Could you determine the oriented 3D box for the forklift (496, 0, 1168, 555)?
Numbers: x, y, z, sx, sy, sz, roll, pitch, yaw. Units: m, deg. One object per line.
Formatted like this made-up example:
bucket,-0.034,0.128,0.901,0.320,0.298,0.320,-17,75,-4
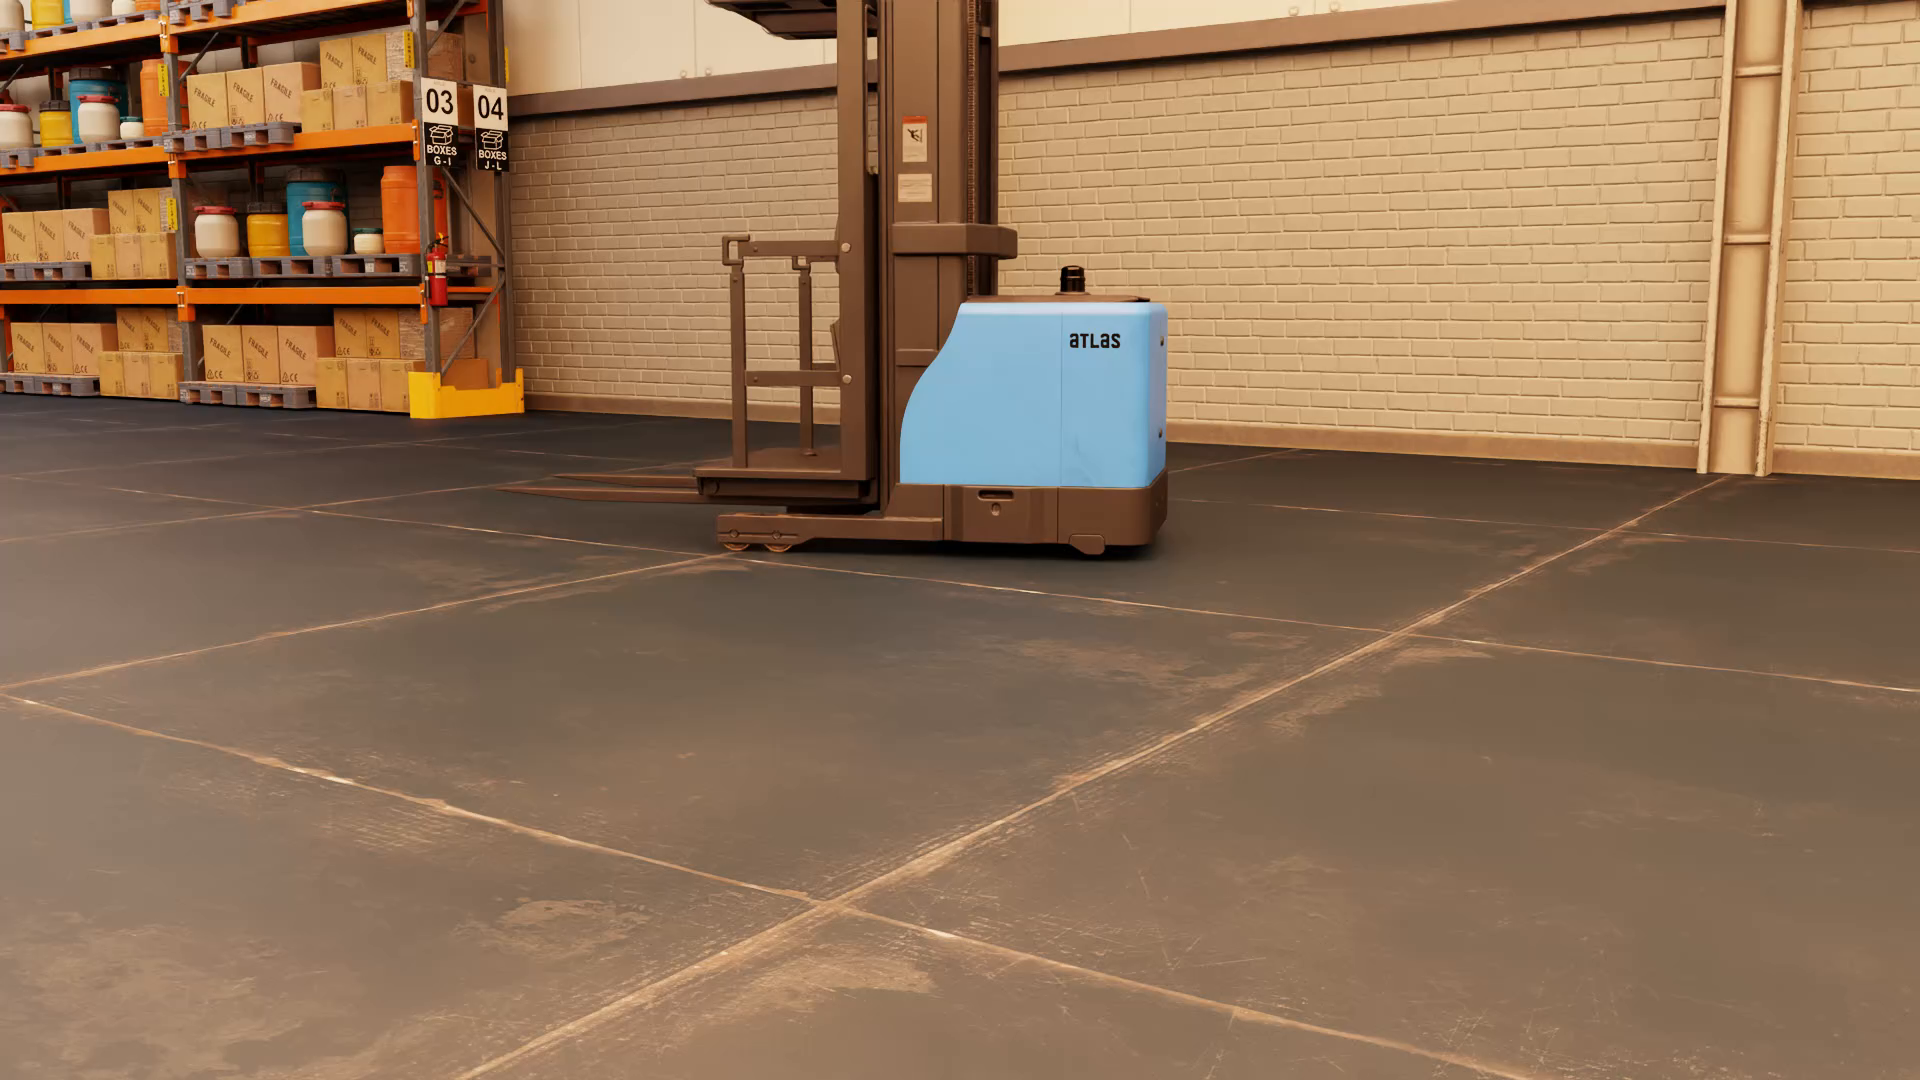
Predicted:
forklift,-0.596,-1.469,7.520,3.031,2.935,1.130,2,8,12
